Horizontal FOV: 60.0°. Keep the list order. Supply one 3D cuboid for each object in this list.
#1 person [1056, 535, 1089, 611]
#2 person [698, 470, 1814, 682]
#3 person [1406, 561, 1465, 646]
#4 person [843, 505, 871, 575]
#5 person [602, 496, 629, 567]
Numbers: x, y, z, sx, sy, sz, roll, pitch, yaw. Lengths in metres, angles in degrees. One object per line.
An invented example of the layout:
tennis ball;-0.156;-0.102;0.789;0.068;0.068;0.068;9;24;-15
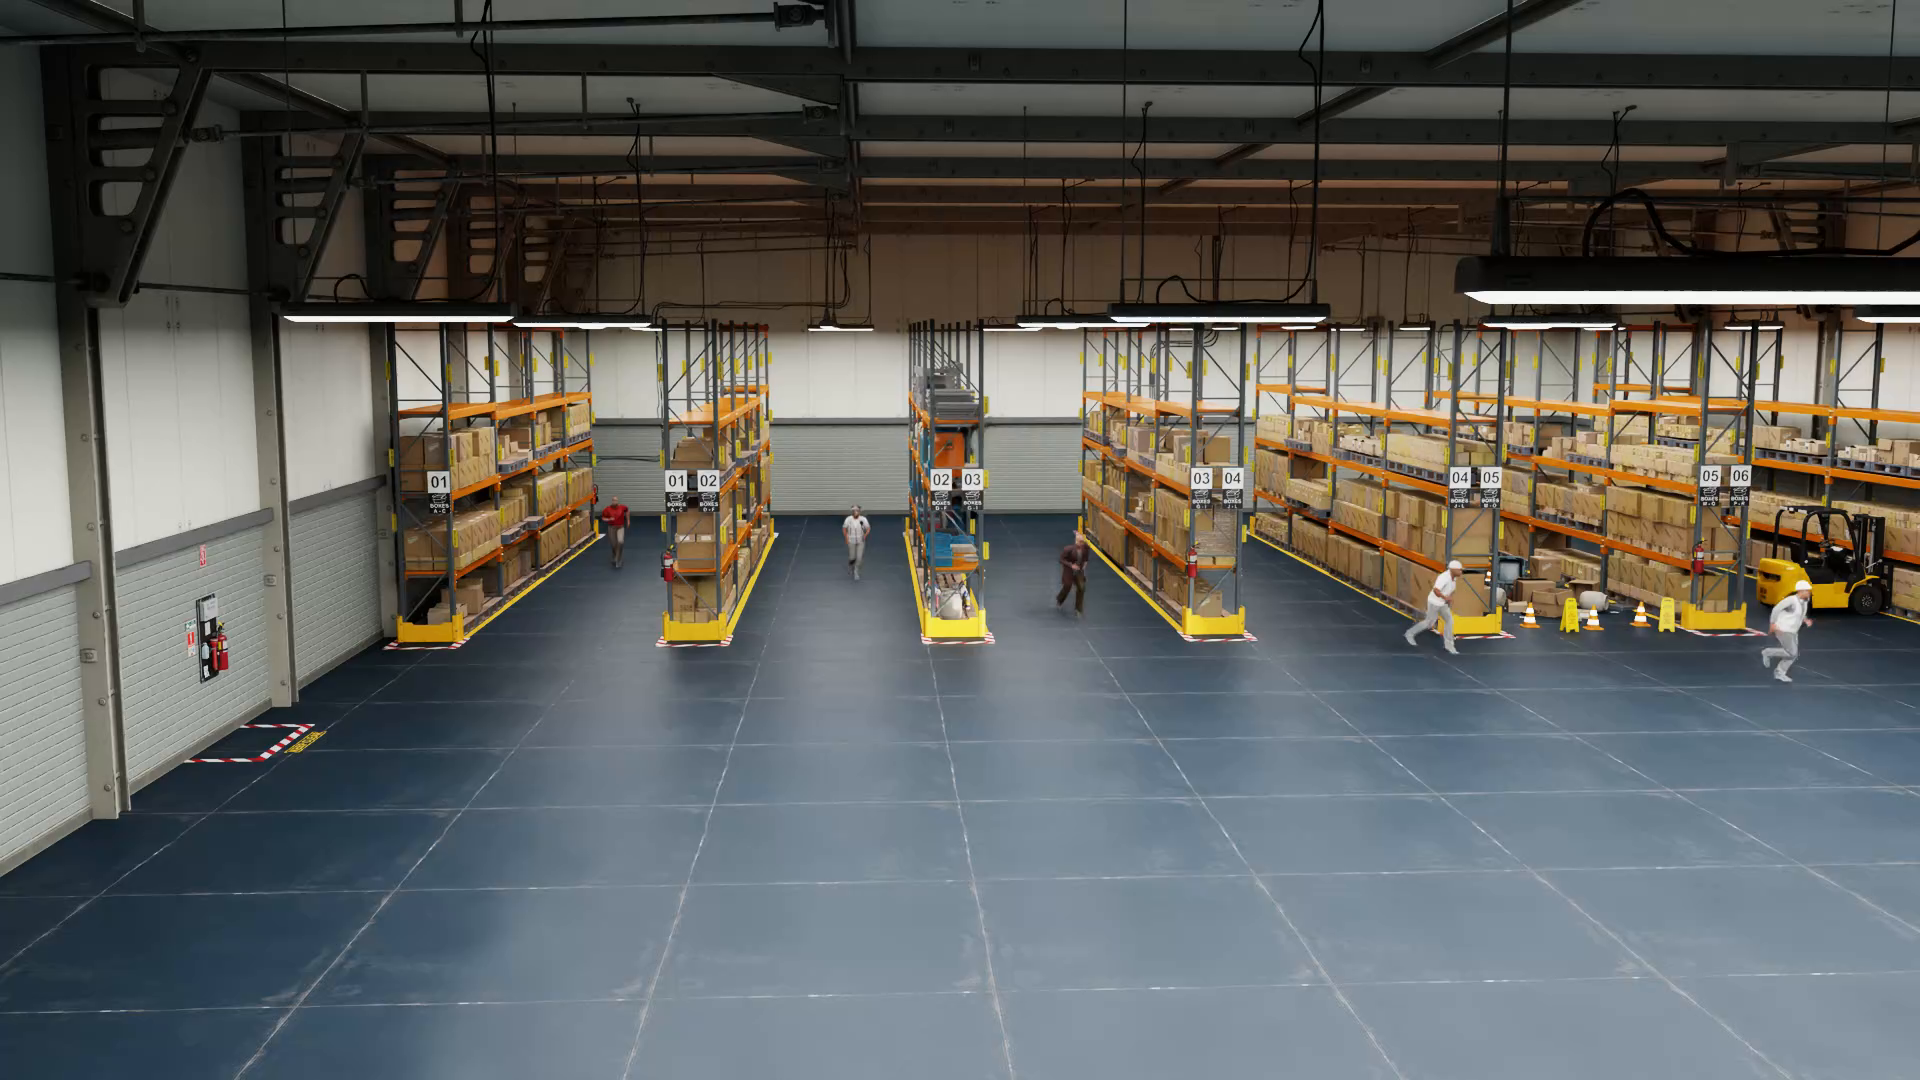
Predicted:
person;2.271;0.628;33.960;0.753;1.565;0.998;-3;8;-26
person;4.664;0.527;29.324;12.036;3.207;15.335;-6;9;-40
person;8.606;1.126;30.107;1.021;1.575;0.726;4;8;31
person;-2.422;-0.007;39.093;0.653;1.663;0.591;0;7;-4
person;-8.543;-0.211;41.302;0.686;1.780;0.876;-2;7;-14
